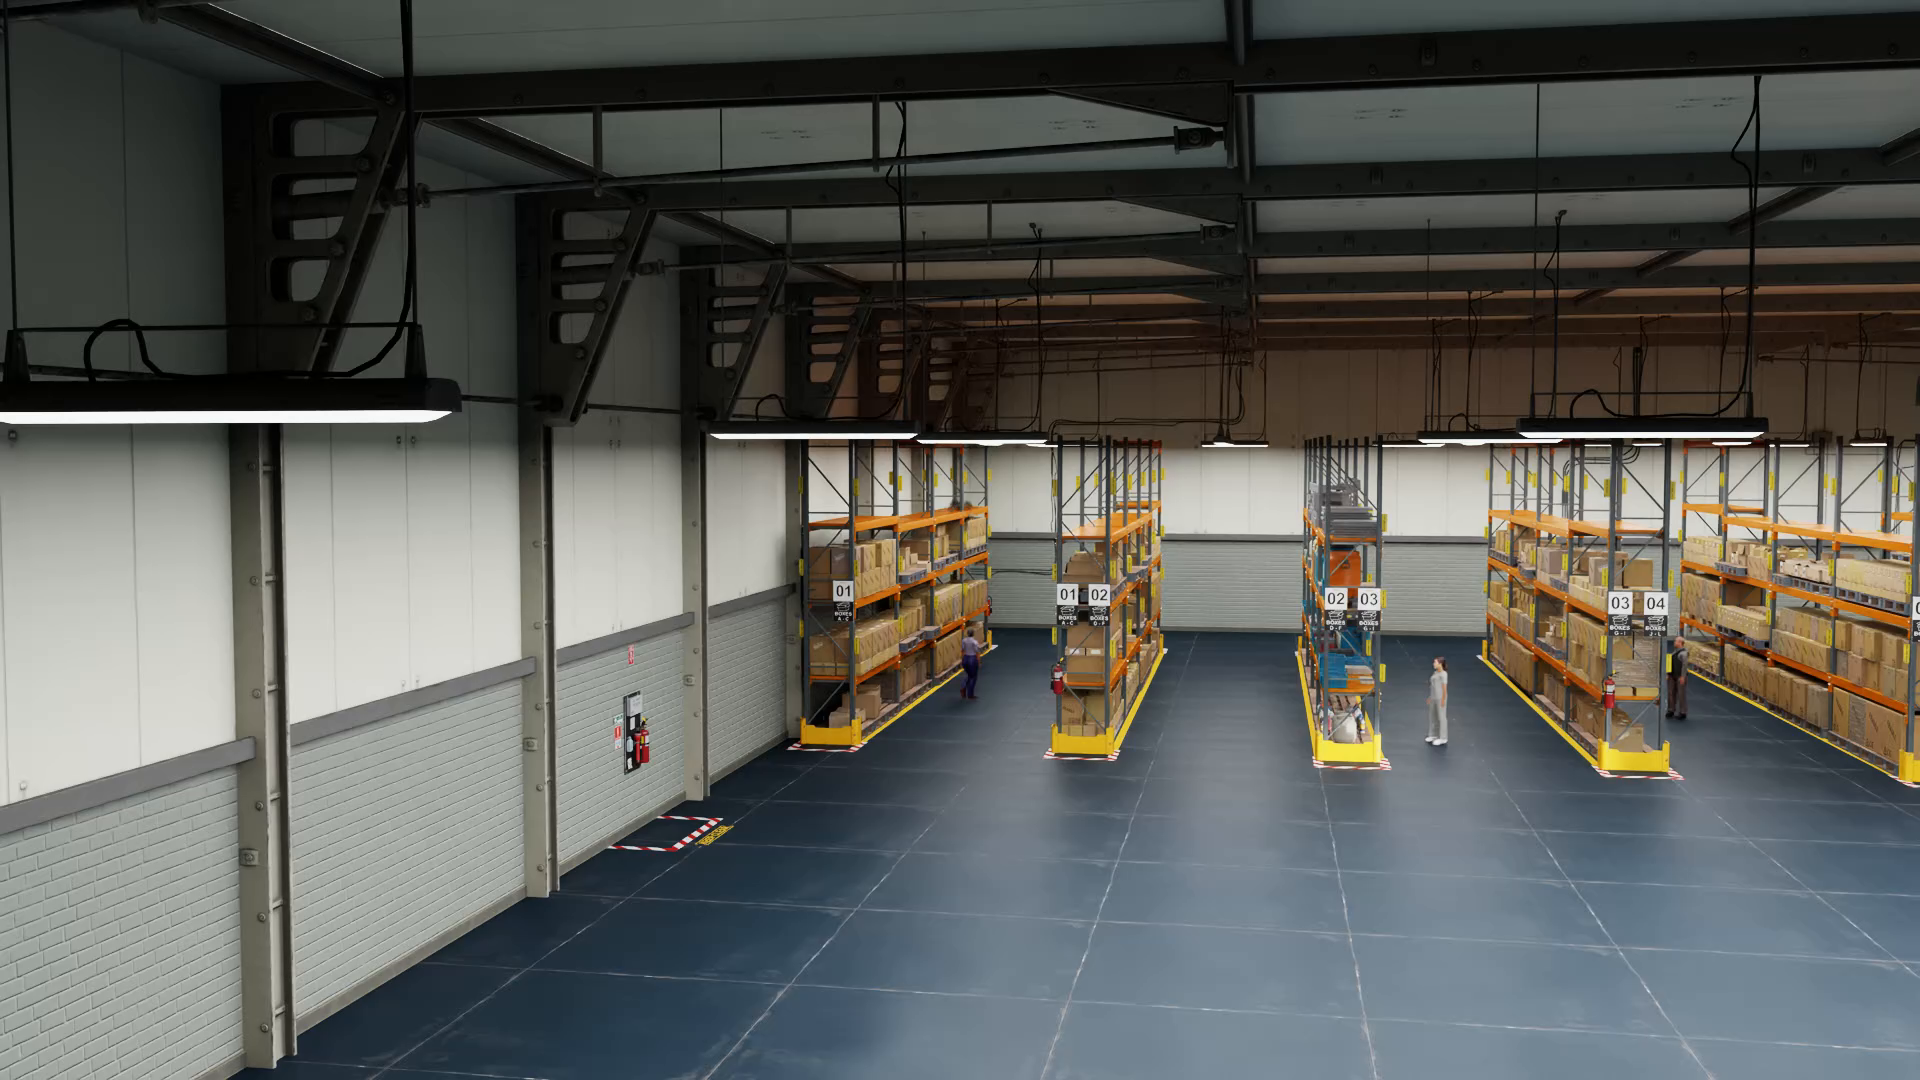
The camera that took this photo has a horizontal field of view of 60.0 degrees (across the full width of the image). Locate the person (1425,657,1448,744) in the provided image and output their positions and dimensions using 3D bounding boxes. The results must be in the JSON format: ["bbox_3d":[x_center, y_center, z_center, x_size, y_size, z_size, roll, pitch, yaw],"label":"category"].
[{"bbox_3d":[9.326,3.120,32.502,0.390,1.675,0.489,-1,3,-22],"label":"person"}]

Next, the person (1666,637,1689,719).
[{"bbox_3d":[15.354,2.930,35.562,0.391,1.729,0.564,-1,3,-18],"label":"person"}]

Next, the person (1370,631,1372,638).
[{"bbox_3d":[10.556,2.486,43.625,0.585,1.787,0.558,-2,4,-34],"label":"person"}]

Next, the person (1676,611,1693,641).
[{"bbox_3d":[19.918,2.414,45.760,0.461,1.681,0.532,0,3,0],"label":"person"}]

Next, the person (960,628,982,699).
[{"bbox_3d":[0.275,2.830,38.151,0.454,1.643,0.480,-3,4,-41],"label":"person"}]
